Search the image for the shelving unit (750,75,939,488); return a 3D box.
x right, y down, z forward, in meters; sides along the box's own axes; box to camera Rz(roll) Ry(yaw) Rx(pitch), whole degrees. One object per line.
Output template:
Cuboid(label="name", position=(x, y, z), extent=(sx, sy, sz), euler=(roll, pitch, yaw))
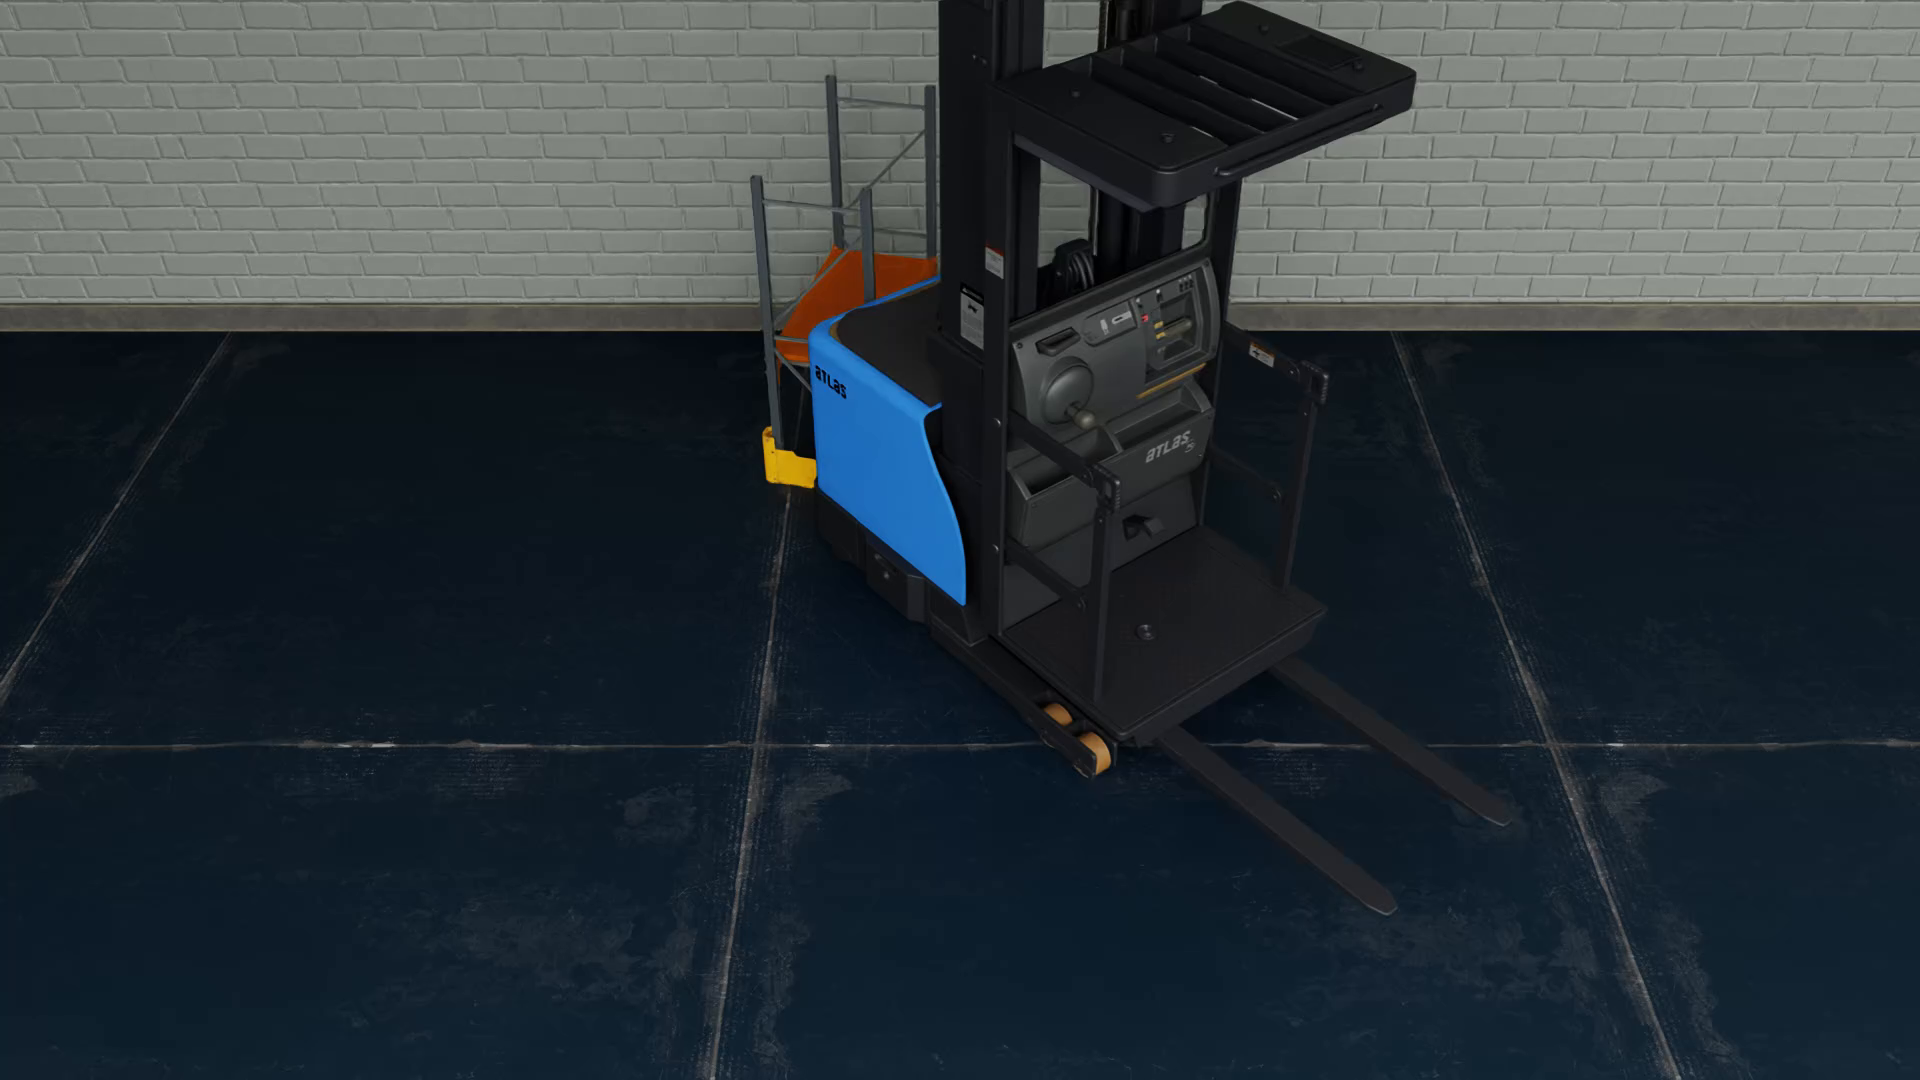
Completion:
Cuboid(label="shelving unit", position=(-0.478, -1.140, 7.474), extent=(0.587, 1.500, 1.083), euler=(9, 40, 11))

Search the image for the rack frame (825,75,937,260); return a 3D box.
Cuboid(label="rack frame", position=(-0.356, -1.455, 7.866), extent=(0.500, 1.500, 0.032), euler=(9, 40, 11))

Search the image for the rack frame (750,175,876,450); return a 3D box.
Cuboid(label="rack frame", position=(-0.595, -0.837, 7.095), extent=(0.500, 1.500, 0.032), euler=(9, 40, 11))

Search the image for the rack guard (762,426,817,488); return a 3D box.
Cuboid(label="rack guard", position=(-0.595, -0.350, 7.487), extent=(0.587, 0.250, 0.087), euler=(9, 40, 11))

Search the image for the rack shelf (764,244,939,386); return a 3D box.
Cuboid(label="rack shelf", position=(-0.475, -1.006, 7.593), extent=(0.538, 0.185, 1.000), euler=(9, 40, 11))

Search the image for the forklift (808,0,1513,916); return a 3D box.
Cuboid(label="forklift", position=(0.693, -0.624, 5.684), extent=(1.130, 2.935, 3.031), euler=(-27, 46, -29))
